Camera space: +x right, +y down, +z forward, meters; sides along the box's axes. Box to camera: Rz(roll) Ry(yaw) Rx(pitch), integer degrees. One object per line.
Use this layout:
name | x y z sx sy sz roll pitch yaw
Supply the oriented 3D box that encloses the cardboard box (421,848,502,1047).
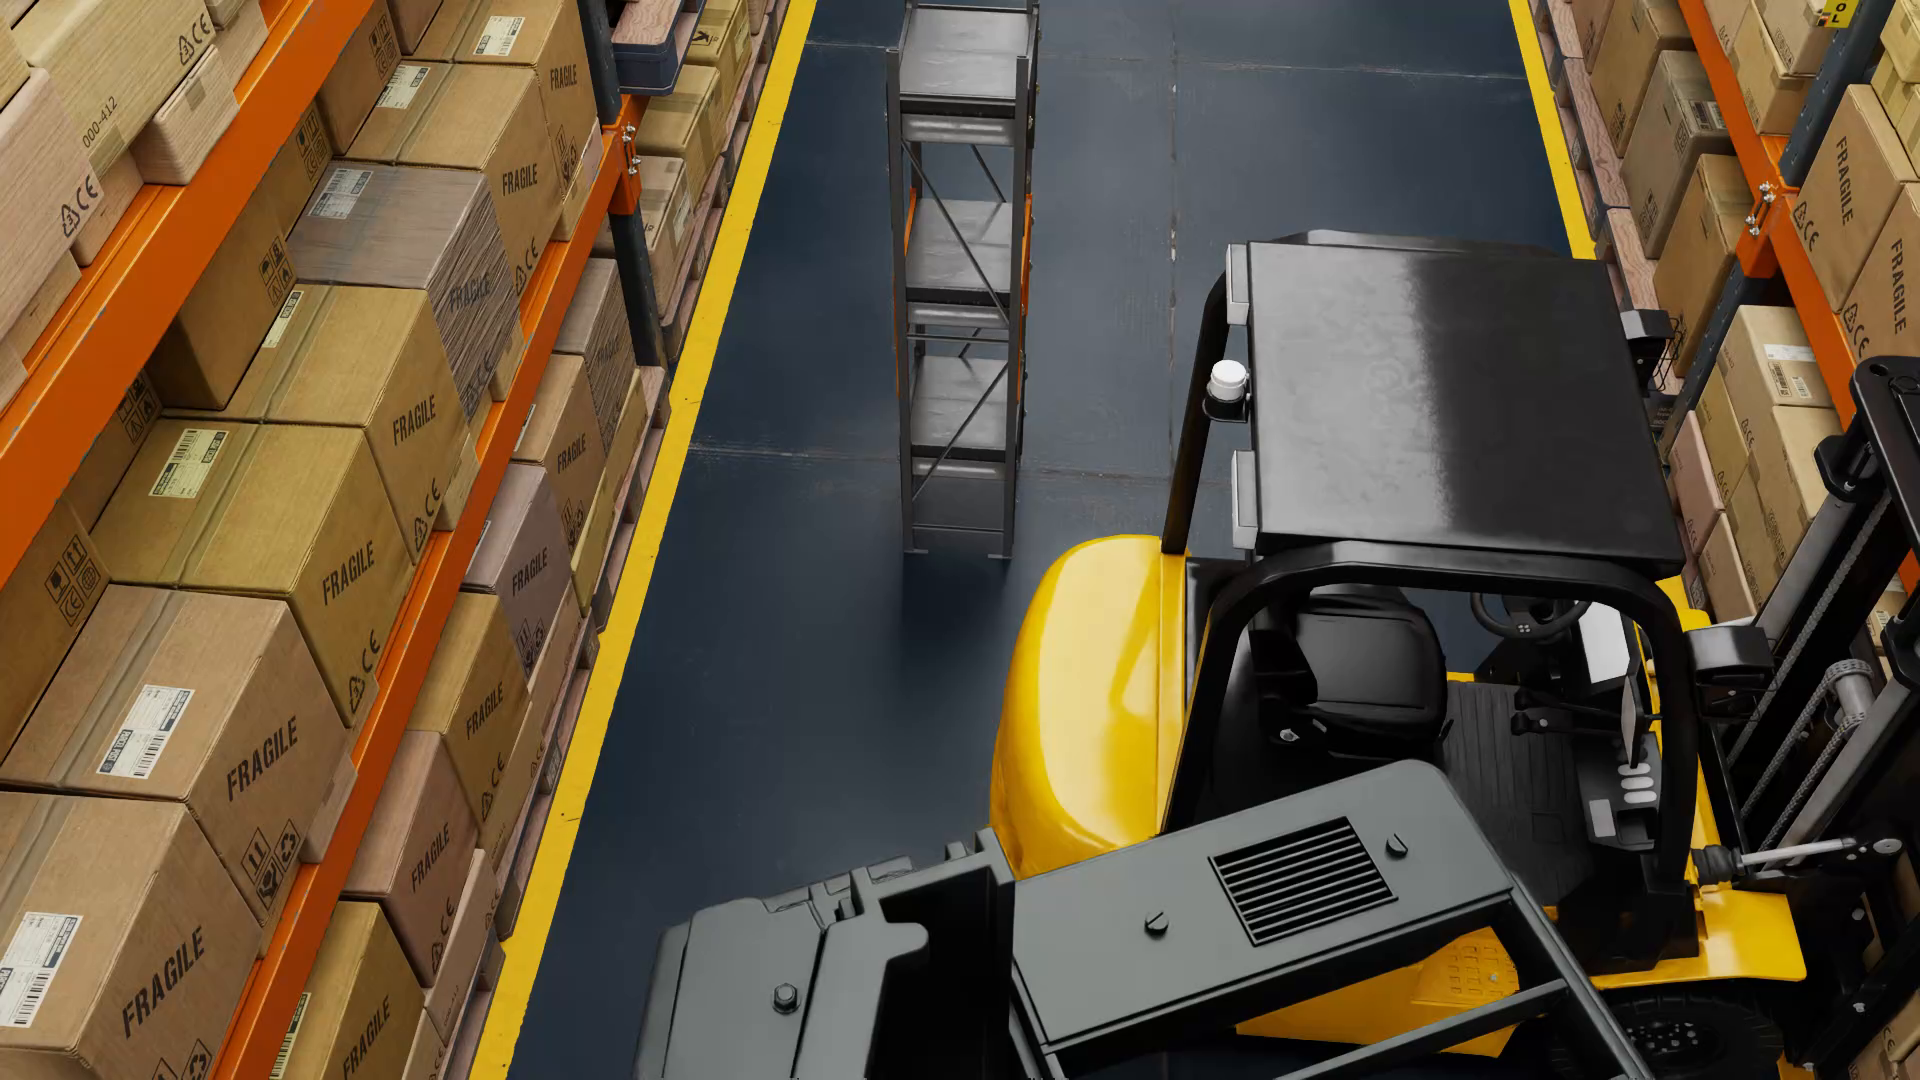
cardboard box | -1.652 1.136 4.757 0.500 0.250 0.500 5 48 5

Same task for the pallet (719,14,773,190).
pallet | -1.513 -2.171 8.093 1.003 0.211 1.213 4 48 4

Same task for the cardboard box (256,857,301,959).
cardboard box | -1.705 0.771 3.682 0.380 0.149 0.250 2 48 2

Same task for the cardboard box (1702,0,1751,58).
cardboard box | 3.078 -2.017 6.164 0.500 0.250 0.500 4 48 3

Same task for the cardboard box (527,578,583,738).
cardboard box | -1.567 0.363 5.464 0.500 0.250 0.500 5 48 4

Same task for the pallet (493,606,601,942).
pallet | -1.825 0.695 5.471 1.003 0.211 1.213 4 48 4

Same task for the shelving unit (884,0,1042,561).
shelving unit | 0.015 -0.830 5.586 0.431 2.100 0.503 4 48 4

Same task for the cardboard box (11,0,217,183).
cardboard box | -1.666 -0.866 2.877 0.500 0.250 0.500 5 48 5

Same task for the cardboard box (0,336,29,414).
cardboard box | -1.709 -0.243 2.577 0.380 0.149 0.250 5 48 5

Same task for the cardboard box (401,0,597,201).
cardboard box | -1.484 -1.432 5.258 0.500 0.500 0.500 3 48 3

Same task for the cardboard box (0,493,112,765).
cardboard box | -2.173 0.065 3.211 0.700 0.500 0.500 4 48 4

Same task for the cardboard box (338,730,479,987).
cardboard box | -1.662 0.855 4.506 0.500 0.500 0.500 2 48 2

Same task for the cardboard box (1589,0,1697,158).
cardboard box | 3.434 -2.157 7.515 0.875 0.625 0.625 2 48 2

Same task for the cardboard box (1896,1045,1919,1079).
cardboard box | 2.677 1.500 4.085 0.500 0.250 0.500 3 48 3

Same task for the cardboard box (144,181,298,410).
cardboard box | -2.045 -0.674 3.886 0.700 0.500 0.500 4 48 3

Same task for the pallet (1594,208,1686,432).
pallet | 3.281 -0.913 6.942 1.003 0.211 1.213 4 48 4

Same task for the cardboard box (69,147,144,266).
cardboard box | -1.690 -0.621 2.923 0.380 0.149 0.250 3 48 2

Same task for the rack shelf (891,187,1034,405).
rack shelf | 0.015 -0.821 5.597 0.431 0.518 0.480 4 48 4

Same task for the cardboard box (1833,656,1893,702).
cardboard box | 2.750 0.600 4.570 0.500 0.250 0.500 3 48 3

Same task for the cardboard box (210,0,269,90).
cardboard box | -1.604 -0.997 3.267 0.380 0.149 0.250 3 48 2

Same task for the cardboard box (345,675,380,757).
cardboard box | -1.645 0.396 4.026 0.380 0.149 0.250 5 48 5

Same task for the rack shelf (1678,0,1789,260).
rack shelf | 3.435 -2.537 7.025 1.077 0.370 4.000 4 48 4

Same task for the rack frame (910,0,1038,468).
rack frame | 0.037 -1.010 5.750 0.400 2.100 0.015 4 48 4

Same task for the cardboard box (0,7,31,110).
cardboard box | -1.632 -0.691 2.446 0.380 0.149 0.250 4 48 3

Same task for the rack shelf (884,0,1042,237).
rack shelf | 0.015 -1.294 5.080 0.431 0.518 0.480 4 48 4

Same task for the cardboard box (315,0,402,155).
cardboard box | -2.015 -1.430 4.578 0.700 0.500 0.500 4 48 4

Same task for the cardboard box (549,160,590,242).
cardboard box | -1.433 -1.116 5.408 0.380 0.149 0.250 5 48 4

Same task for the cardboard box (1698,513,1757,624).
cardboard box | 2.848 0.184 5.628 0.500 0.250 0.500 3 48 3

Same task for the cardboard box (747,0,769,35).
cardboard box | -1.447 -2.878 8.346 0.950 0.372 0.625 3 48 3

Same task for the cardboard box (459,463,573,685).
cardboard box | -1.568 0.094 5.202 0.500 0.500 0.500 6 48 6

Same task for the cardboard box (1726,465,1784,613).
cardboard box | 2.857 0.013 5.446 0.500 0.250 0.500 4 48 3

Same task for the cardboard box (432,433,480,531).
cardboard box | -1.546 -0.175 4.548 0.380 0.149 0.250 4 48 4

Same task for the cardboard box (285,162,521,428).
cardboard box | -1.567 -0.672 4.562 0.500 0.500 0.500 5 48 5

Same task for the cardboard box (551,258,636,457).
cardboard box | -1.478 -0.655 5.887 0.500 0.500 0.500 3 48 3

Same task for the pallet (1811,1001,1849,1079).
pallet | 3.030 1.112 5.090 1.003 0.211 1.213 4 48 4

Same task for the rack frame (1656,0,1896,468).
rack frame | 3.252 -1.310 5.415 1.000 3.000 0.127 4 48 4

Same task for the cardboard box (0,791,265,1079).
cardboard box | -1.736 0.835 3.184 0.500 0.500 0.500 3 48 3

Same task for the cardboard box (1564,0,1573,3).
cardboard box | 3.547 -3.132 8.407 0.875 0.625 0.625 5 48 5

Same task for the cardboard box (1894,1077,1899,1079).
cardboard box | 2.671 1.684 4.256 0.500 0.250 0.500 4 48 4

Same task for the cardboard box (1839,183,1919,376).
cardboard box | 2.921 -0.651 4.745 0.500 0.500 0.500 5 48 4

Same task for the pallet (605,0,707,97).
pallet | -1.476 -2.128 6.294 1.003 0.211 1.213 4 48 4

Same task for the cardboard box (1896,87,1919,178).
cardboard box | 2.939 -1.156 4.767 0.380 0.149 0.250 5 48 4

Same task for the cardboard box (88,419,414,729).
cardboard box | -1.647 0.079 3.875 0.500 0.500 0.500 3 48 3

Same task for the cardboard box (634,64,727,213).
cardboard box | -1.583 -1.810 7.369 0.950 0.372 0.625 7 48 6

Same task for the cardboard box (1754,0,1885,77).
cardboard box | 3.043 -1.806 5.632 0.500 0.250 0.500 3 48 3

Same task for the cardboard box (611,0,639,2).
cardboard box | -1.326 -2.083 6.008 0.380 0.149 0.250 5 48 4

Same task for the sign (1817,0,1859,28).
sign | 2.711 -1.703 5.044 0.100 0.325 0.005 4 48 4

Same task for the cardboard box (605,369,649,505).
cardboard box | -1.477 -0.402 6.164 0.500 0.250 0.500 6 48 5

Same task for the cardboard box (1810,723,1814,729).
cardboard box | 2.753 0.752 4.769 0.500 0.250 0.500 4 48 3

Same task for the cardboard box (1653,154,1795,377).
cardboard box | 3.289 -1.034 6.488 0.875 0.625 0.625 6 48 5

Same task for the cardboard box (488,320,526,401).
cardboard box | -1.506 -0.553 4.893 0.380 0.149 0.250 3 48 3

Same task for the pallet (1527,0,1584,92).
pallet | 3.503 -2.706 8.582 1.003 0.211 1.213 4 48 4

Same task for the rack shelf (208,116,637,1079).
rack shelf | -1.873 0.071 4.639 1.077 0.370 4.000 4 48 4

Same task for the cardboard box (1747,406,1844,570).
cardboard box | 2.839 -0.152 5.257 0.500 0.250 0.500 4 48 4
